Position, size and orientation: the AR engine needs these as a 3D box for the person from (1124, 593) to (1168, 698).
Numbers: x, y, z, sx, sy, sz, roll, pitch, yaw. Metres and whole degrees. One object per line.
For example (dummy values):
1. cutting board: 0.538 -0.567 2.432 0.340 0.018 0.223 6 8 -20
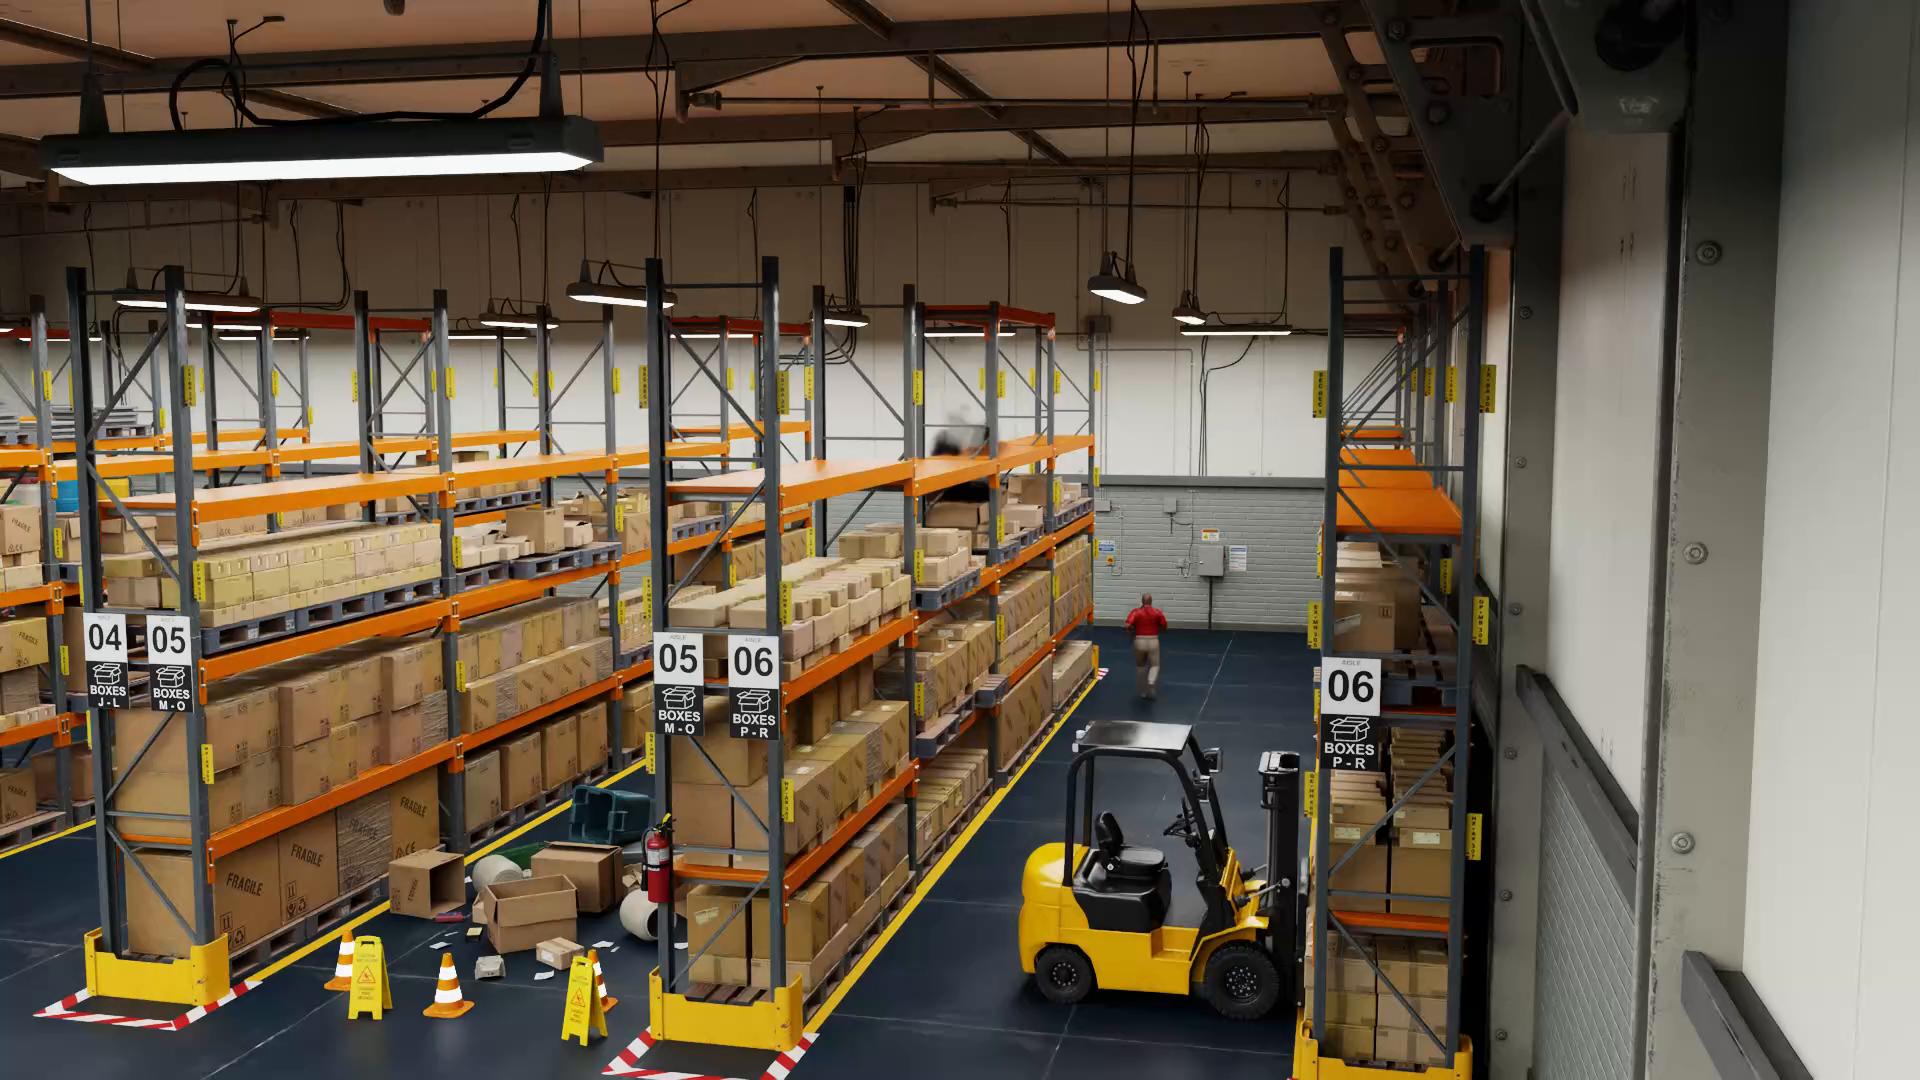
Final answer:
1. person: 2.933 1.671 26.204 0.676 1.692 0.860 1 6 9
